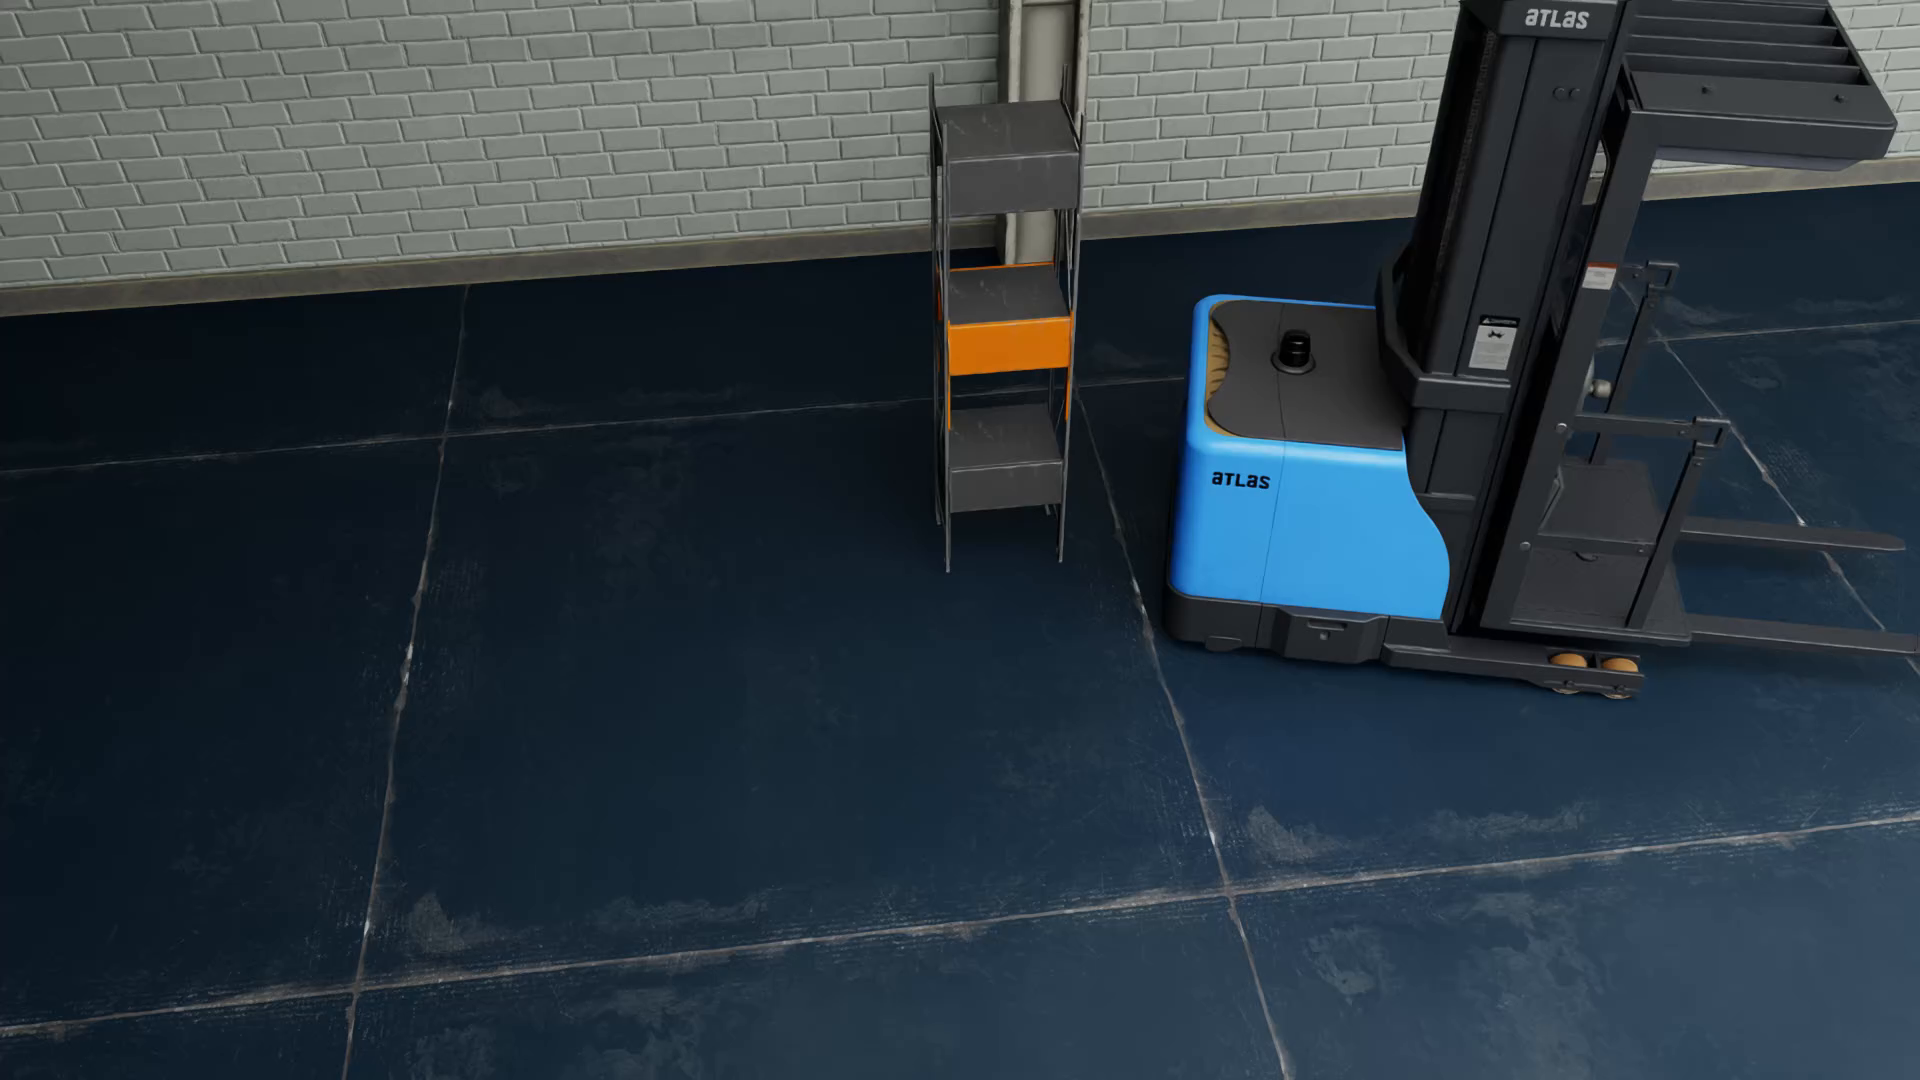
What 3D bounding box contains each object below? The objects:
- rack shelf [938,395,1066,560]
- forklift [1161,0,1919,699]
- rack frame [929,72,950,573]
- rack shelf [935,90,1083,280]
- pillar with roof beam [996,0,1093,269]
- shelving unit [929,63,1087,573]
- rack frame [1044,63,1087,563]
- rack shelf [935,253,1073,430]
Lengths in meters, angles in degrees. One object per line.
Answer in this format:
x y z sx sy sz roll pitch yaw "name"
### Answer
0.164 -0.264 7.041 0.480 0.518 0.431 -5 42 -6 "rack shelf"
2.378 -0.845 5.998 3.031 2.935 1.130 5 42 6 "forklift"
-0.078 -0.773 6.539 0.015 2.100 0.400 -5 42 -6 "rack frame"
0.164 -1.304 6.103 0.480 0.518 0.431 -5 42 -6 "rack shelf"
0.968 -2.013 2.763 0.400 9.000 9.100 -5 42 -6 "pillar with roof beam"
0.164 -0.794 6.563 0.503 2.100 0.431 -5 42 -6 "shelving unit"
0.406 -0.815 6.586 0.015 2.100 0.400 -5 42 -6 "rack frame"
0.164 -0.784 6.572 0.480 0.518 0.431 -5 42 -6 "rack shelf"
